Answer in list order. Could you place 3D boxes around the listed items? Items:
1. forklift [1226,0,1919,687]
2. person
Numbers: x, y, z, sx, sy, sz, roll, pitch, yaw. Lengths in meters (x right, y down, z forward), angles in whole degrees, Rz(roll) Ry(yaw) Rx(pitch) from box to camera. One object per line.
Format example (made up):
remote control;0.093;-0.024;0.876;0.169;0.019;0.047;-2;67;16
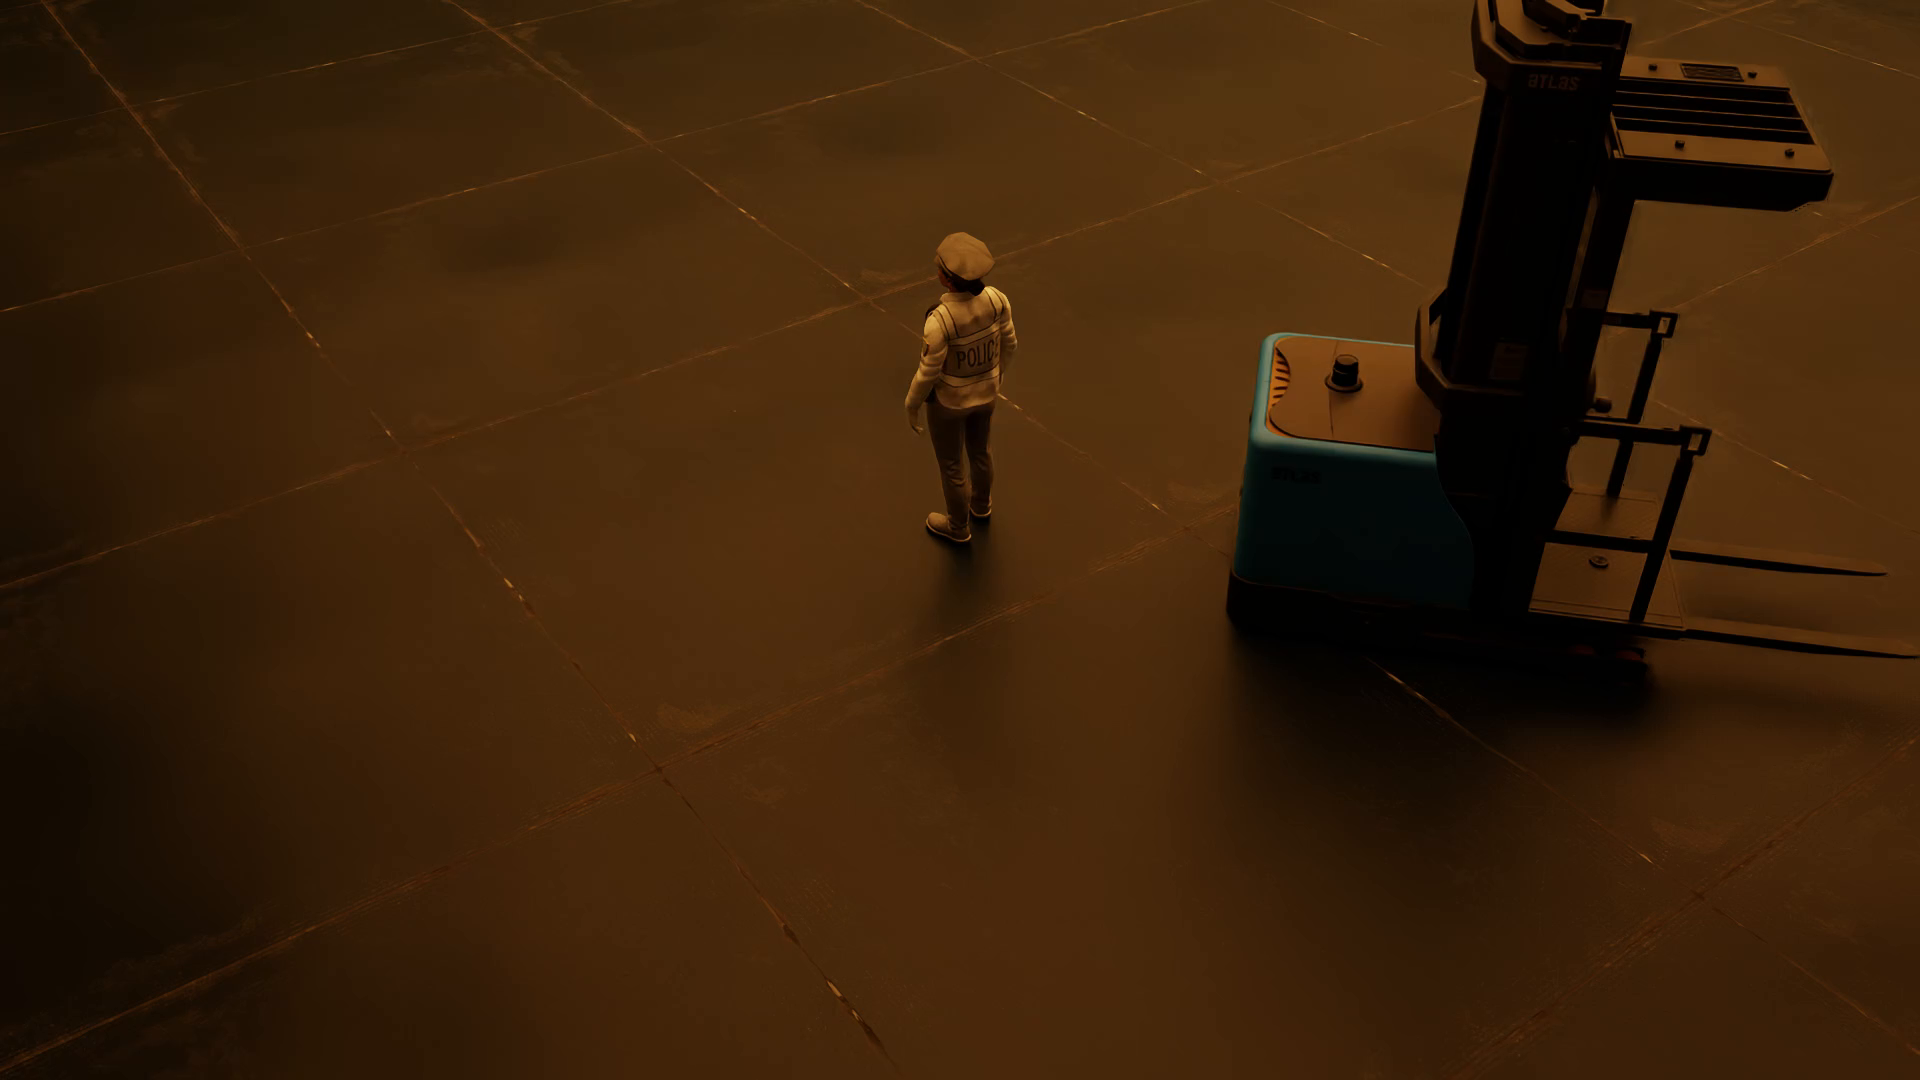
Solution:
forklift;2.825;-0.863;7.112;3.031;2.935;1.130;7;37;9
person;-0.034;-0.723;7.950;0.586;1.694;0.532;-23;42;-28
